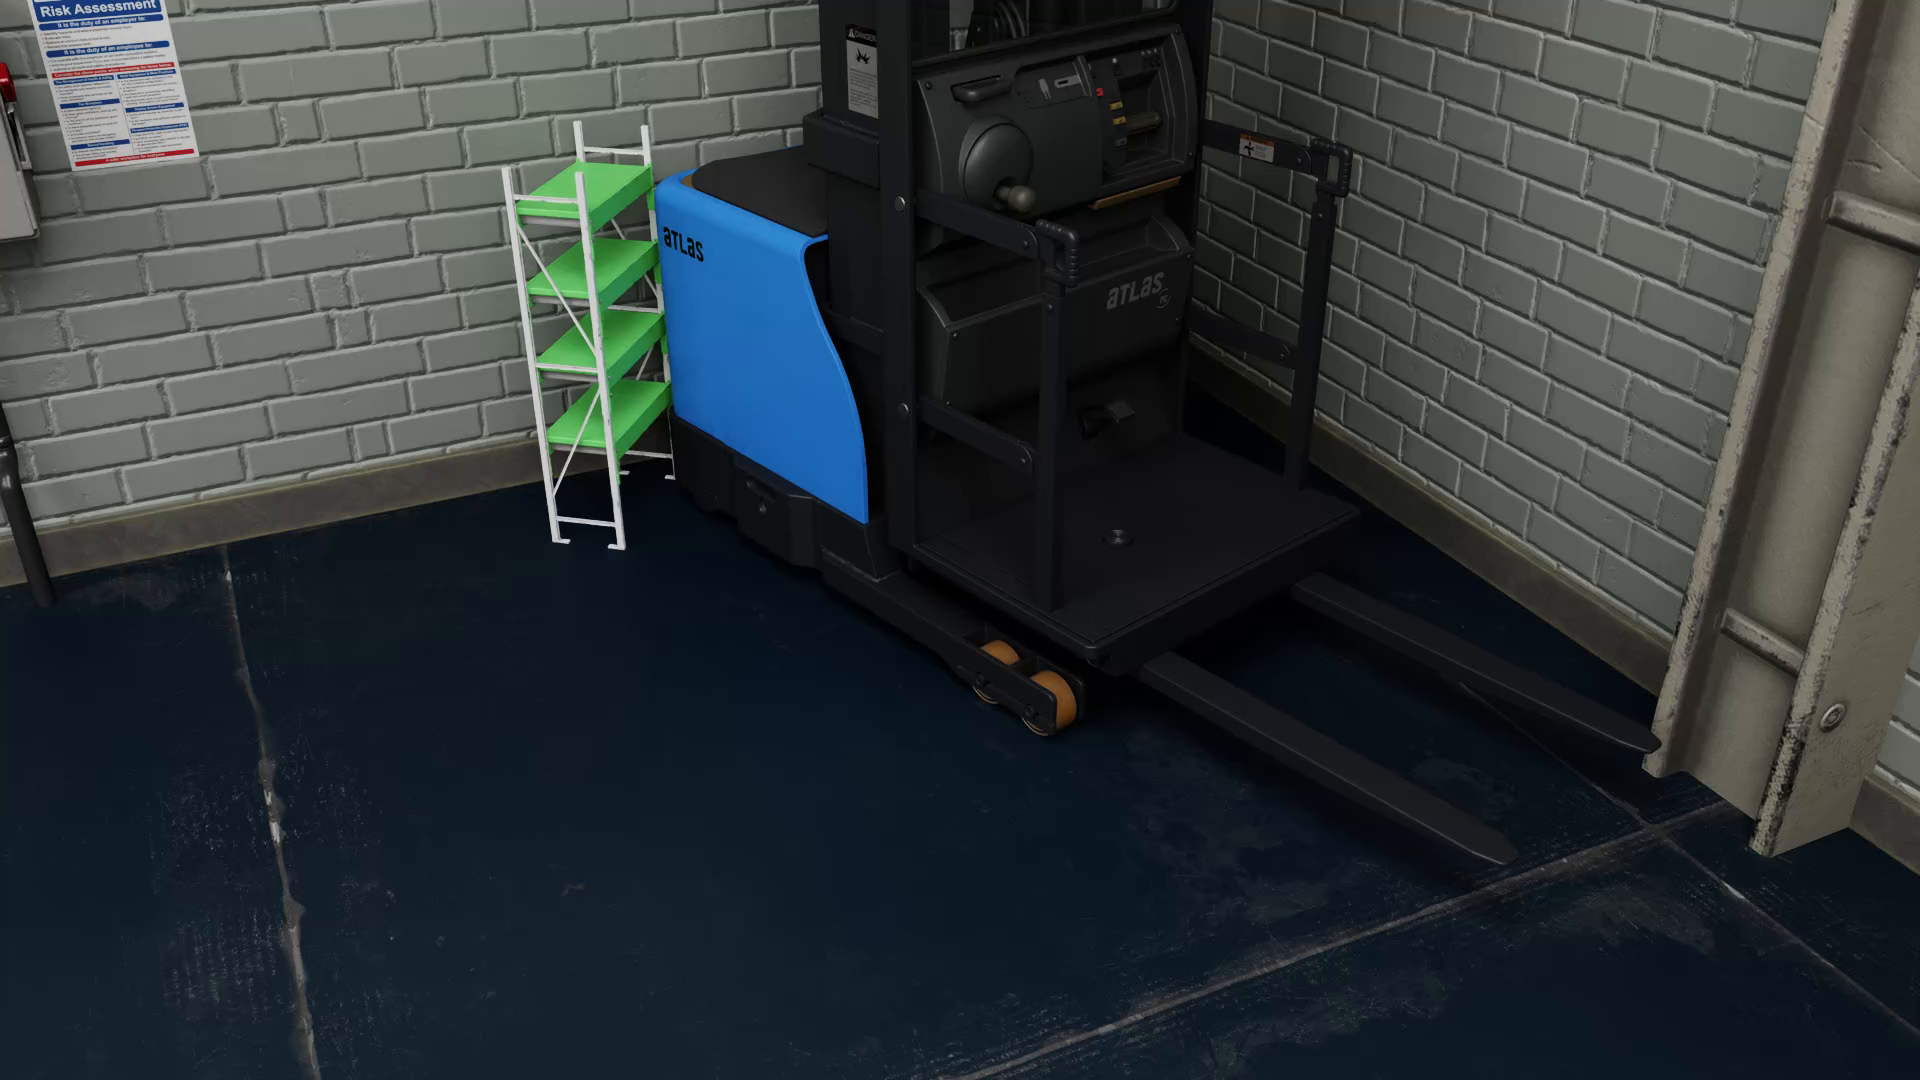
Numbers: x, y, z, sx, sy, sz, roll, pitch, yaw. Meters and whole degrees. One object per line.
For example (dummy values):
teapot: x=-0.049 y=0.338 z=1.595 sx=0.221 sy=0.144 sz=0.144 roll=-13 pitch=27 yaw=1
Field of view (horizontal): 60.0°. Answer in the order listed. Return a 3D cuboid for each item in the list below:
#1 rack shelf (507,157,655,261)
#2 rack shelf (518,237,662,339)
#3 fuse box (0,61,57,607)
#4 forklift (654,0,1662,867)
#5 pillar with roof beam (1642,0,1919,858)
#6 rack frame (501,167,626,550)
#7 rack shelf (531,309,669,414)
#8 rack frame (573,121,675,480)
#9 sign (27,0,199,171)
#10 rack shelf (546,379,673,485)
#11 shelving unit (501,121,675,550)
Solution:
rack shelf: x=-1.112 y=-0.988 z=4.934 sx=0.258 sy=0.148 sz=0.480 roll=6 pitch=30 yaw=11
rack shelf: x=-1.112 y=-0.778 z=5.051 sx=0.258 sy=0.148 sz=0.480 roll=6 pitch=30 yaw=11
fuse box: x=-2.668 y=-0.555 z=4.491 sx=0.539 sy=1.711 sz=0.414 roll=-13 pitch=32 yaw=-22
forklift: x=0.413 y=-1.050 z=4.126 sx=1.130 sy=2.935 sz=3.031 roll=-23 pitch=37 yaw=-35
pillar with roof beam: x=-1.936 y=-2.392 z=0.315 sx=9.100 sy=9.000 sz=0.400 roll=-13 pitch=32 yaw=-22
rack frame: x=-1.164 y=-0.508 z=4.929 sx=0.240 sy=1.200 sz=0.015 roll=6 pitch=30 yaw=11
rack shelf: x=-1.112 y=-0.569 z=5.168 sx=0.258 sy=0.148 sz=0.480 roll=6 pitch=30 yaw=11
rack frame: x=-1.060 y=-0.741 z=5.345 sx=0.240 sy=1.200 sz=0.015 roll=6 pitch=30 yaw=11
sign: x=-2.311 y=-1.271 z=4.547 sx=0.329 sy=0.494 sz=0.001 roll=-13 pitch=32 yaw=-22
rack shelf: x=-1.112 y=-0.360 z=5.286 sx=0.258 sy=0.148 sz=0.480 roll=6 pitch=30 yaw=11
shelving unit: x=-1.112 y=-0.625 z=5.137 sx=0.258 sy=1.200 sz=0.503 roll=6 pitch=30 yaw=11
